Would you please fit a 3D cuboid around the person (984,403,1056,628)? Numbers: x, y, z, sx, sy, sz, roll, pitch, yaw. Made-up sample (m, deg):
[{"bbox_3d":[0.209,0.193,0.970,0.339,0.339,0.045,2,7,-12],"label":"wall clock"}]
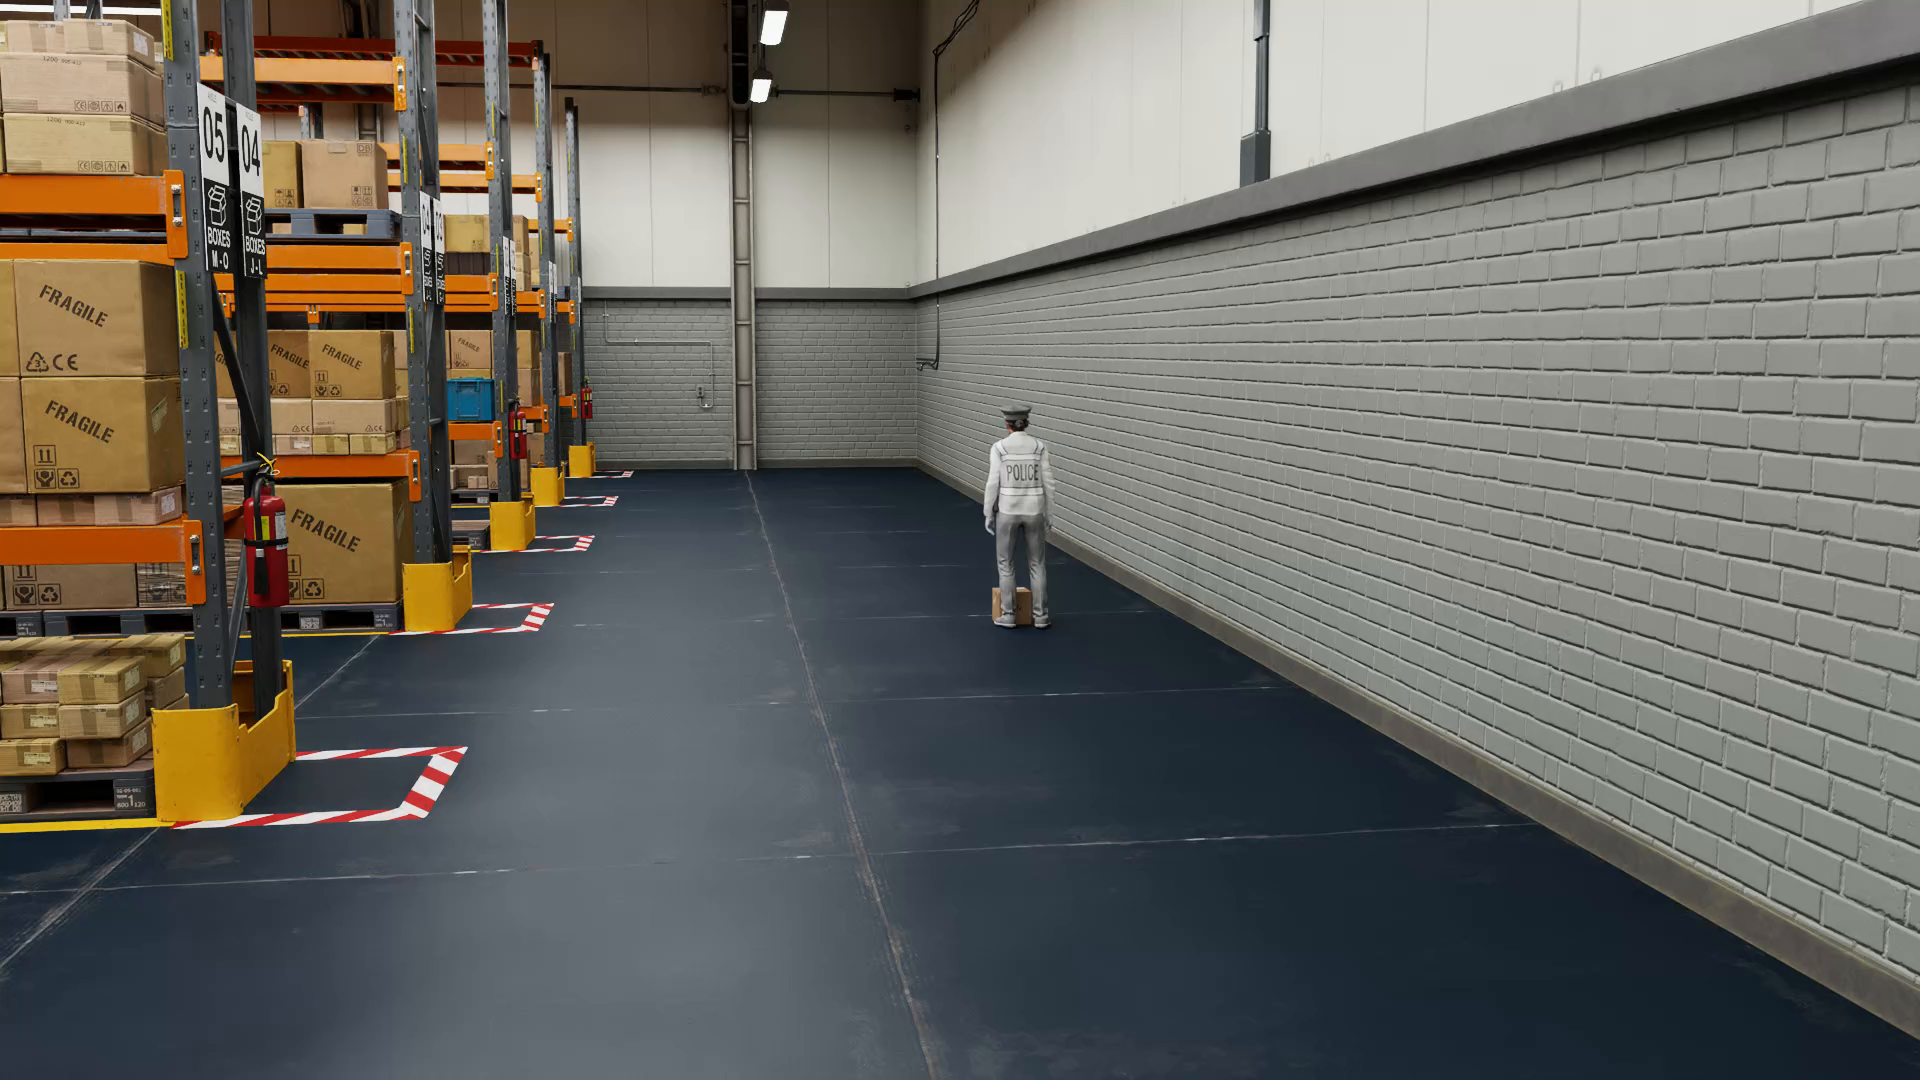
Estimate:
[{"bbox_3d":[0.439,-0.175,12.334,0.529,1.664,0.403,-1,7,-8],"label":"person"}]
